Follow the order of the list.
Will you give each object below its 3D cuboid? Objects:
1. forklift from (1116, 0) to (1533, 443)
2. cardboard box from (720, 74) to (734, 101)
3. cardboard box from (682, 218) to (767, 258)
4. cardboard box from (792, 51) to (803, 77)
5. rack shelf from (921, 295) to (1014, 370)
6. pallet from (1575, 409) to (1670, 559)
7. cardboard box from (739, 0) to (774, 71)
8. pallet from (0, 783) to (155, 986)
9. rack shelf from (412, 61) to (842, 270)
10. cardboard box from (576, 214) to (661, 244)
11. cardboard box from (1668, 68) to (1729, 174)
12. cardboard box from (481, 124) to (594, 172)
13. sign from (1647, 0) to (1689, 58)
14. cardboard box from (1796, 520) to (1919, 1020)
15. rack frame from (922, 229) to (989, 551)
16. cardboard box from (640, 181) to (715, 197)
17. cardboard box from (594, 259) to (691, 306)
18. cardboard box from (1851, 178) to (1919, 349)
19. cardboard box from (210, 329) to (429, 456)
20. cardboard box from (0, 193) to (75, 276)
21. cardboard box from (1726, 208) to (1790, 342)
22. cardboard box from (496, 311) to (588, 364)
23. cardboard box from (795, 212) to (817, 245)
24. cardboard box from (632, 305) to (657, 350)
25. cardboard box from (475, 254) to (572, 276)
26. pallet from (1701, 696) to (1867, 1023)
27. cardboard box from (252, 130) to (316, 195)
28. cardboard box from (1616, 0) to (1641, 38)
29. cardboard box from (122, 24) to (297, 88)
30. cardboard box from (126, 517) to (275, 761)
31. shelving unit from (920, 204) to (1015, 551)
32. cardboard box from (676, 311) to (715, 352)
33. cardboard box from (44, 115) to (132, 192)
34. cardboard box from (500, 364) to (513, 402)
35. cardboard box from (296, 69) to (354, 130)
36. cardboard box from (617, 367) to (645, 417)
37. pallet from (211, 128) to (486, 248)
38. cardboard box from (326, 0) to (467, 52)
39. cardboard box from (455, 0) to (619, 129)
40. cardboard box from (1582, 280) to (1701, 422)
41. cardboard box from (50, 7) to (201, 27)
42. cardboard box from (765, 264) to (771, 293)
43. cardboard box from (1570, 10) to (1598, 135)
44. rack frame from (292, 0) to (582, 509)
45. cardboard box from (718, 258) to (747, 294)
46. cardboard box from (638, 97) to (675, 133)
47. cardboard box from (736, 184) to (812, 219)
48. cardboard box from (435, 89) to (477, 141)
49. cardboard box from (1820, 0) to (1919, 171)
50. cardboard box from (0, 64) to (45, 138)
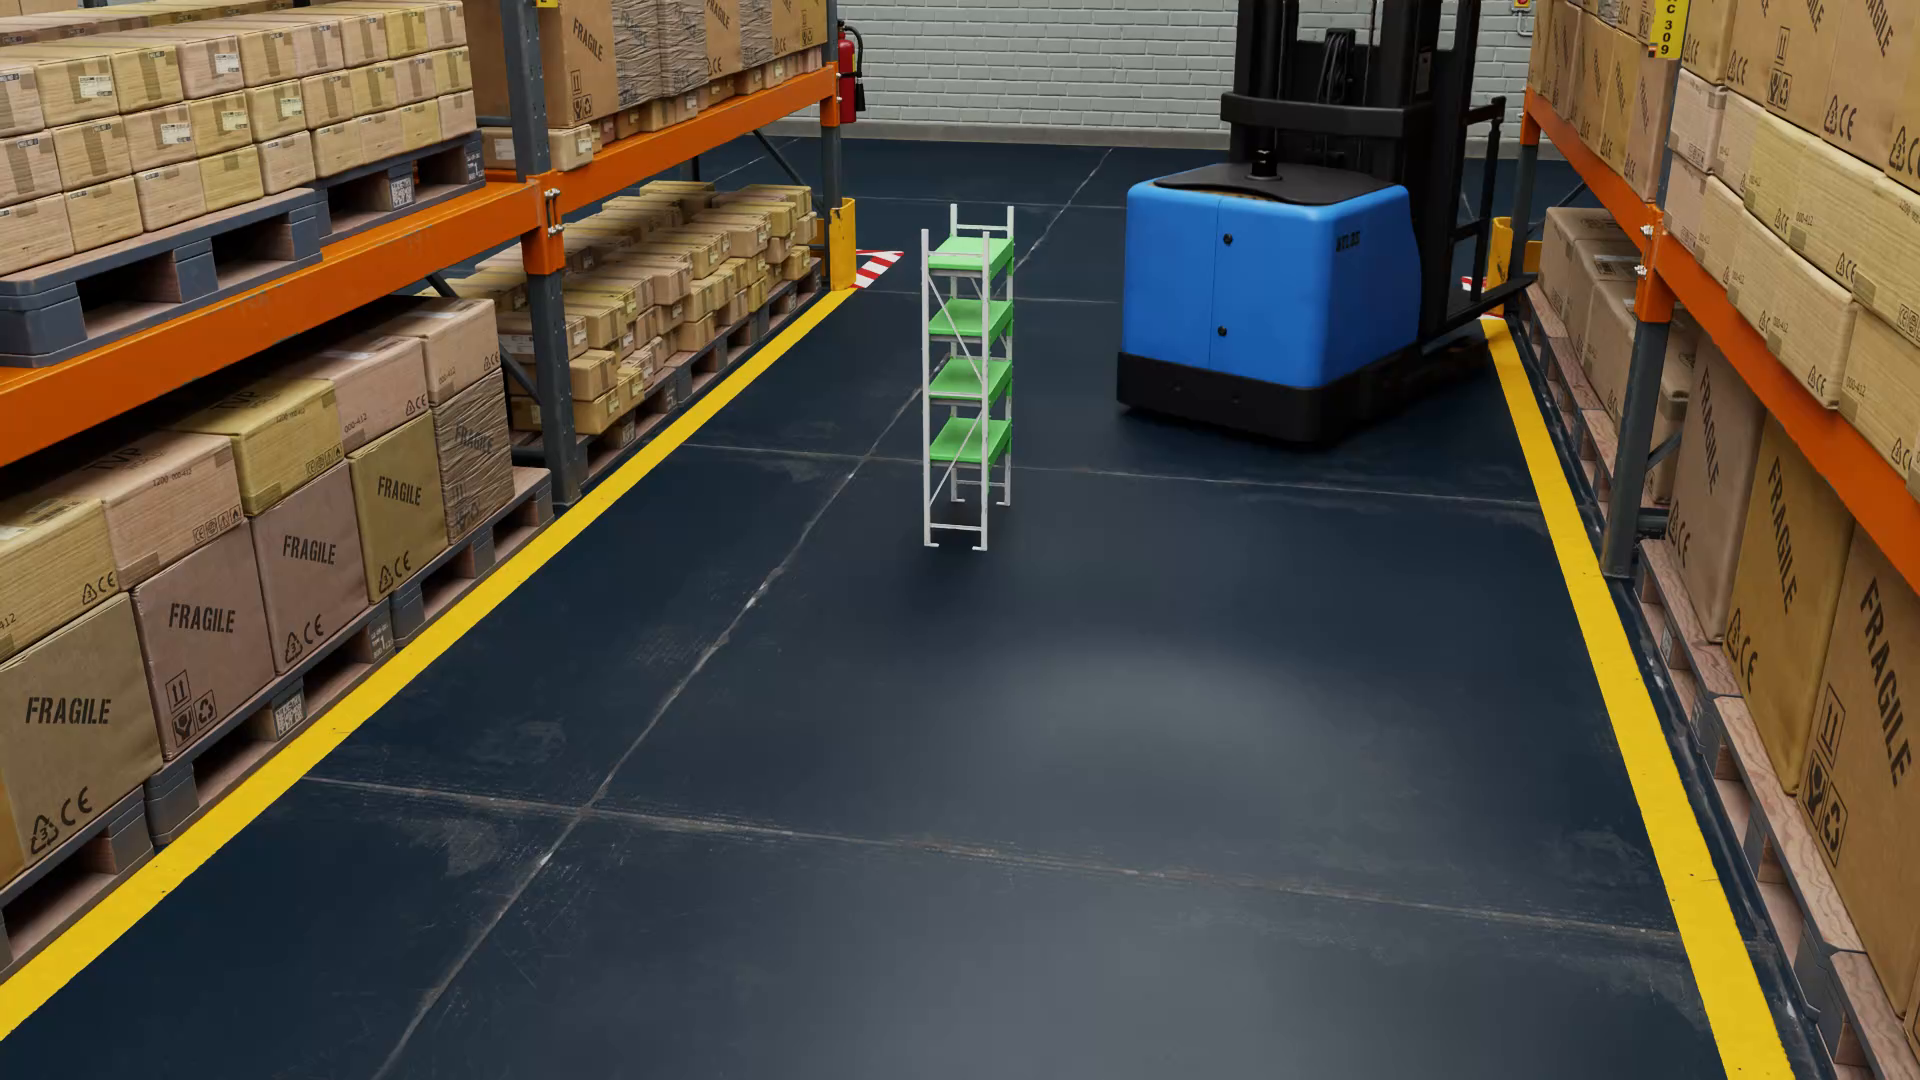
[{"bbox_3d":[2.044,-2.266,8.056,1.130,2.935,3.031,17,27,35],"label":"forklift"},{"bbox_3d":[-1.364,-2.317,8.427,0.380,0.149,0.250,4,22,9],"label":"cardboard box"},{"bbox_3d":[-1.236,-1.590,8.743,0.380,0.149,0.250,5,23,13],"label":"cardboard box"},{"bbox_3d":[-1.102,-2.693,9.361,0.380,0.149,0.250,4,22,11],"label":"cardboard box"},{"bbox_3d":[0.034,-0.780,6.214,0.258,0.148,0.480,4,22,11],"label":"rack shelf"},{"bbox_3d":[3.057,-0.214,6.602,1.003,0.211,1.213,4,22,11],"label":"pallet"},{"bbox_3d":[-1.269,-2.665,8.423,0.500,0.500,0.500,5,22,11],"label":"cardboard box"},{"bbox_3d":[-2.696,0.895,3.848,1.003,0.211,1.213,4,22,11],"label":"pallet"},{"bbox_3d":[-1.633,-1.973,8.201,1.077,0.370,4.000,4,22,11],"label":"rack shelf"},{"bbox_3d":[-1.815,-1.631,8.846,0.380,0.149,0.250,5,23,13],"label":"cardboard box"},{"bbox_3d":[2.460,-1.258,4.994,0.500,0.250,0.500,4,22,9],"label":"cardboard box"},{"bbox_3d":[-1.663,-1.538,6.493,0.380,0.149,0.250,5,23,13],"label":"cardboard box"},{"bbox_3d":[2.282,-1.715,5.332,0.100,0.325,0.005,4,22,11],"label":"sign"},{"bbox_3d":[2.418,0.446,3.512,0.875,0.875,0.875,5,22,12],"label":"cardboard box"},{"bbox_3d":[-0.016,-0.528,6.058,0.240,1.200,0.015,4,22,11],"label":"rack frame"},{"bbox_3d":[-1.664,-2.021,9.814,0.380,0.149,0.250,3,22,8],"label":"cardboard box"},{"bbox_3d":[-1.488,-1.211,7.802,0.380,0.149,0.250,5,22,12],"label":"cardboard box"},{"bbox_3d":[2.045,-0.508,3.131,0.500,0.250,0.500,4,22,10],"label":"cardboard box"},{"bbox_3d":[-2.064,-0.480,5.310,0.500,0.250,0.500,6,23,13],"label":"cardboard box"},{"bbox_3d":[-2.353,-0.732,3.931,0.380,0.149,0.250,5,23,13],"label":"cardboard box"},{"bbox_3d":[2.253,-0.649,4.151,0.500,0.250,0.500,4,22,10],"label":"cardboard box"},{"bbox_3d":[-1.768,-0.834,6.867,0.380,0.149,0.250,5,23,13],"label":"cardboard box"},{"bbox_3d":[-1.053,-1.834,9.748,0.380,0.149,0.250,4,22,9],"label":"cardboard box"},{"bbox_3d":[-1.618,-0.984,7.637,0.380,0.149,0.250,3,22,8],"label":"cardboard box"},{"bbox_3d":[-2.072,-1.257,7.917,0.380,0.149,0.250,3,22,8],"label":"cardboard box"},{"bbox_3d":[2.495,0.794,4.100,1.003,0.211,1.213,4,22,11],"label":"pallet"},{"bbox_3d":[-2.136,-1.114,4.878,0.380,0.149,0.250,3,22,9],"label":"cardboard box"},{"bbox_3d":[2.763,-2.124,6.140,0.500,0.500,0.500,4,22,10],"label":"cardboard box"},{"bbox_3d":[-2.147,-1.390,4.767,0.380,0.149,0.250,4,22,9],"label":"cardboard box"},{"bbox_3d":[-2.264,0.241,4.525,0.500,0.500,0.500,4,22,10],"label":"cardboard box"},{"bbox_3d":[0.034,-0.617,6.280,0.258,1.200,0.503,4,22,11],"label":"shelving unit"},{"bbox_3d":[-1.427,-1.034,8.160,0.380,0.149,0.250,4,22,9],"label":"cardboard box"},{"bbox_3d":[-2.301,-0.961,4.102,0.380,0.149,0.250,4,22,10],"label":"cardboard box"},{"bbox_3d":[-2.160,-0.706,7.345,0.380,0.149,0.250,5,22,12],"label":"cardboard box"},{"bbox_3d":[-2.086,-1.344,5.051,0.380,0.149,0.250,4,22,9],"label":"cardboard box"},{"bbox_3d":[-1.598,-0.654,7.216,0.380,0.149,0.250,5,22,13],"label":"cardboard box"},{"bbox_3d":[-2.339,-1.218,5.620,1.003,0.211,1.213,4,22,11],"label":"pallet"},{"bbox_3d":[-1.932,-1.768,5.706,0.380,0.149,0.250,5,23,13],"label":"cardboard box"},{"bbox_3d":[-1.693,-1.922,6.578,0.500,0.500,0.500,4,22,10],"label":"cardboard box"},{"bbox_3d":[3.241,-0.790,7.168,0.875,0.438,0.875,4,22,9],"label":"cardboard box"},{"bbox_3d":[-2.678,-1.625,5.351,0.380,0.149,0.250,5,22,11],"label":"cardboard box"},{"bbox_3d":[-1.257,-1.419,9.116,0.380,0.149,0.250,5,22,11],"label":"cardboard box"},{"bbox_3d":[2.979,-2.035,7.256,0.500,0.500,0.500,5,23,13],"label":"cardboard box"},{"bbox_3d":[-2.041,-1.576,6.250,1.000,3.000,0.127,4,22,11],"label":"rack frame"},{"bbox_3d":[-1.321,-1.361,8.574,0.380,0.149,0.250,6,23,14],"label":"cardboard box"},{"bbox_3d":[-1.503,-1.926,7.456,0.380,0.149,0.250,5,22,12],"label":"cardboard box"},{"bbox_3d":[-1.085,-1.974,9.697,0.380,0.149,0.250,5,22,12],"label":"cardboard box"},{"bbox_3d":[-1.928,-1.493,5.821,0.380,0.149,0.250,4,22,10],"label":"cardboard box"},{"bbox_3d":[2.173,-1.045,3.462,0.500,0.500,0.500,4,22,10],"label":"cardboard box"},{"bbox_3d":[-2.359,-1.005,3.811,0.380,0.149,0.250,6,23,13],"label":"cardboard box"}]
